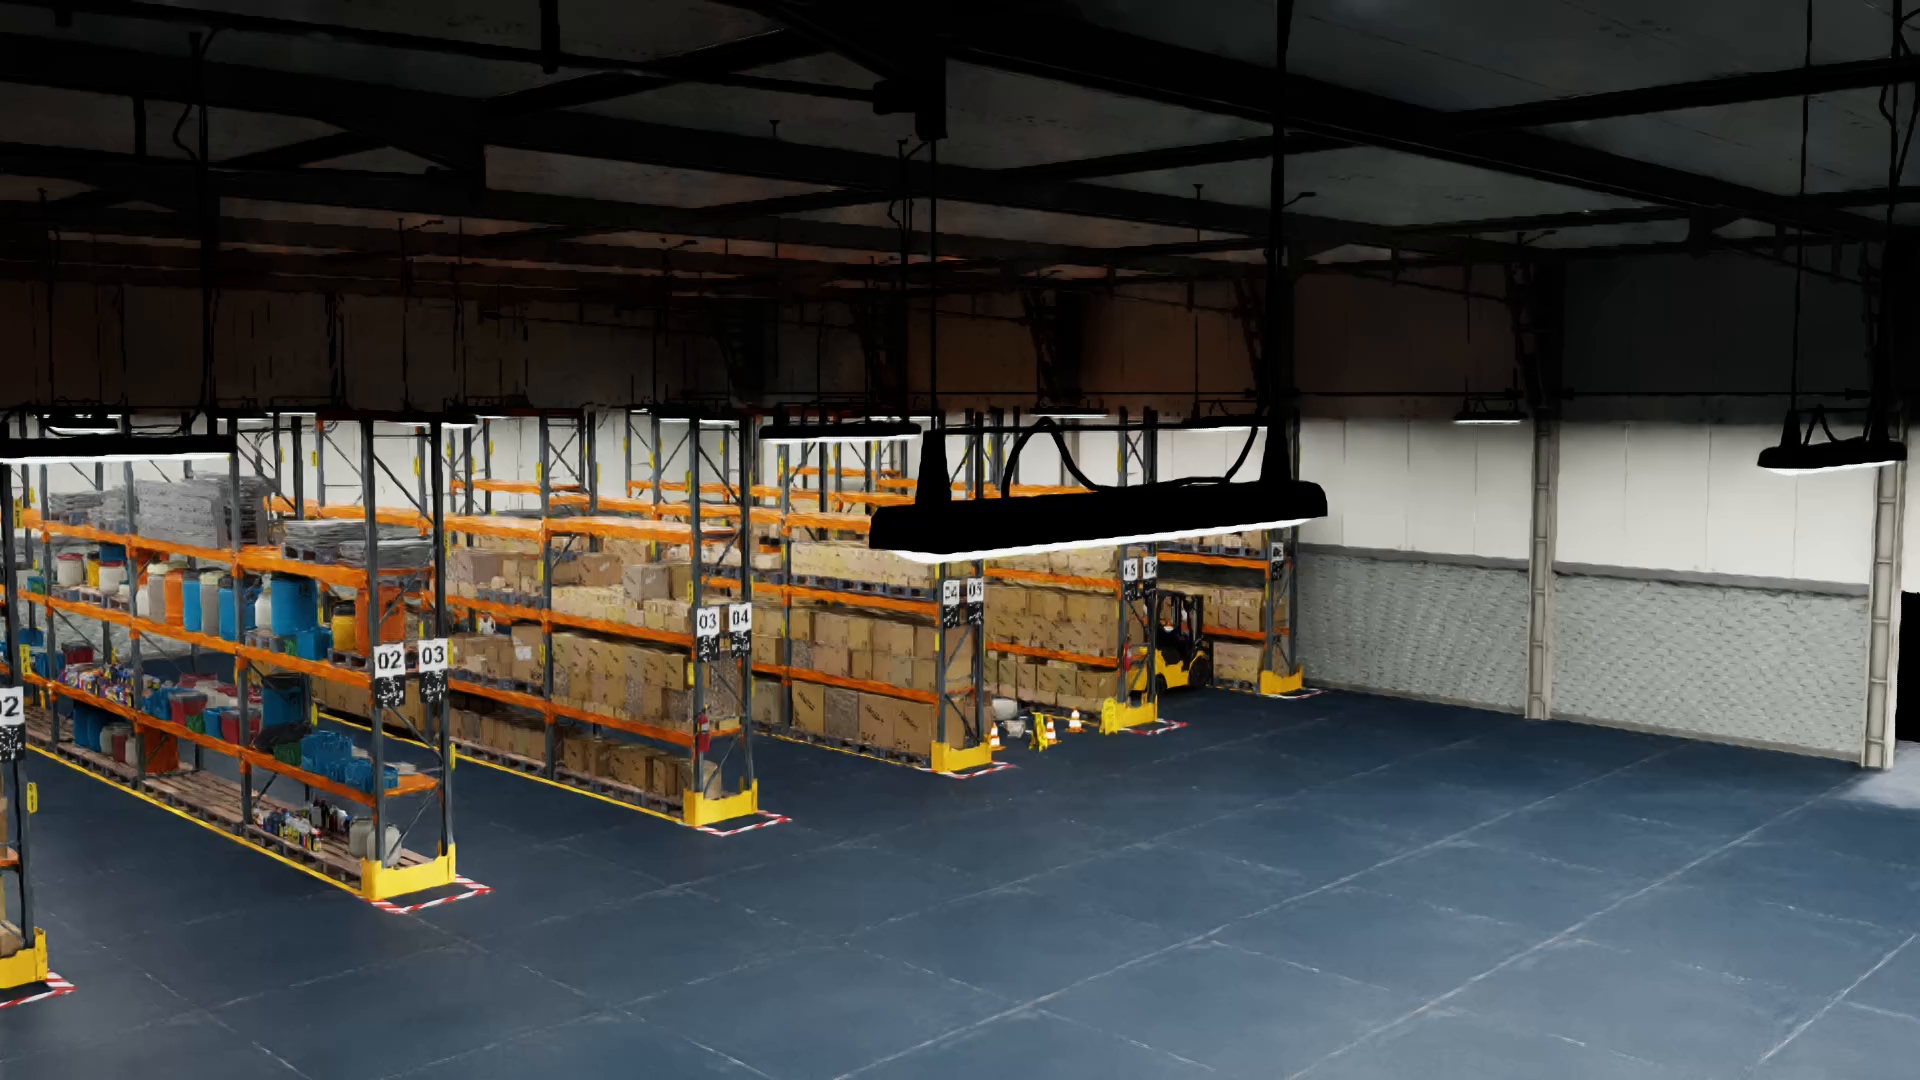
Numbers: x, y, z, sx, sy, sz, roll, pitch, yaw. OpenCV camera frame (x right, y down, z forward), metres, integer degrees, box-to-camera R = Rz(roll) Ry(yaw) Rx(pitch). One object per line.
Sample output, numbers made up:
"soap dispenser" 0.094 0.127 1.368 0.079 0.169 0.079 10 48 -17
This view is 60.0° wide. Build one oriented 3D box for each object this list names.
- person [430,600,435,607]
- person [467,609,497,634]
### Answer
"person" -12.765 1.874 40.449 0.626 1.735 0.373 1 5 11
"person" -10.374 2.285 36.139 0.542 1.710 0.682 5 7 43
